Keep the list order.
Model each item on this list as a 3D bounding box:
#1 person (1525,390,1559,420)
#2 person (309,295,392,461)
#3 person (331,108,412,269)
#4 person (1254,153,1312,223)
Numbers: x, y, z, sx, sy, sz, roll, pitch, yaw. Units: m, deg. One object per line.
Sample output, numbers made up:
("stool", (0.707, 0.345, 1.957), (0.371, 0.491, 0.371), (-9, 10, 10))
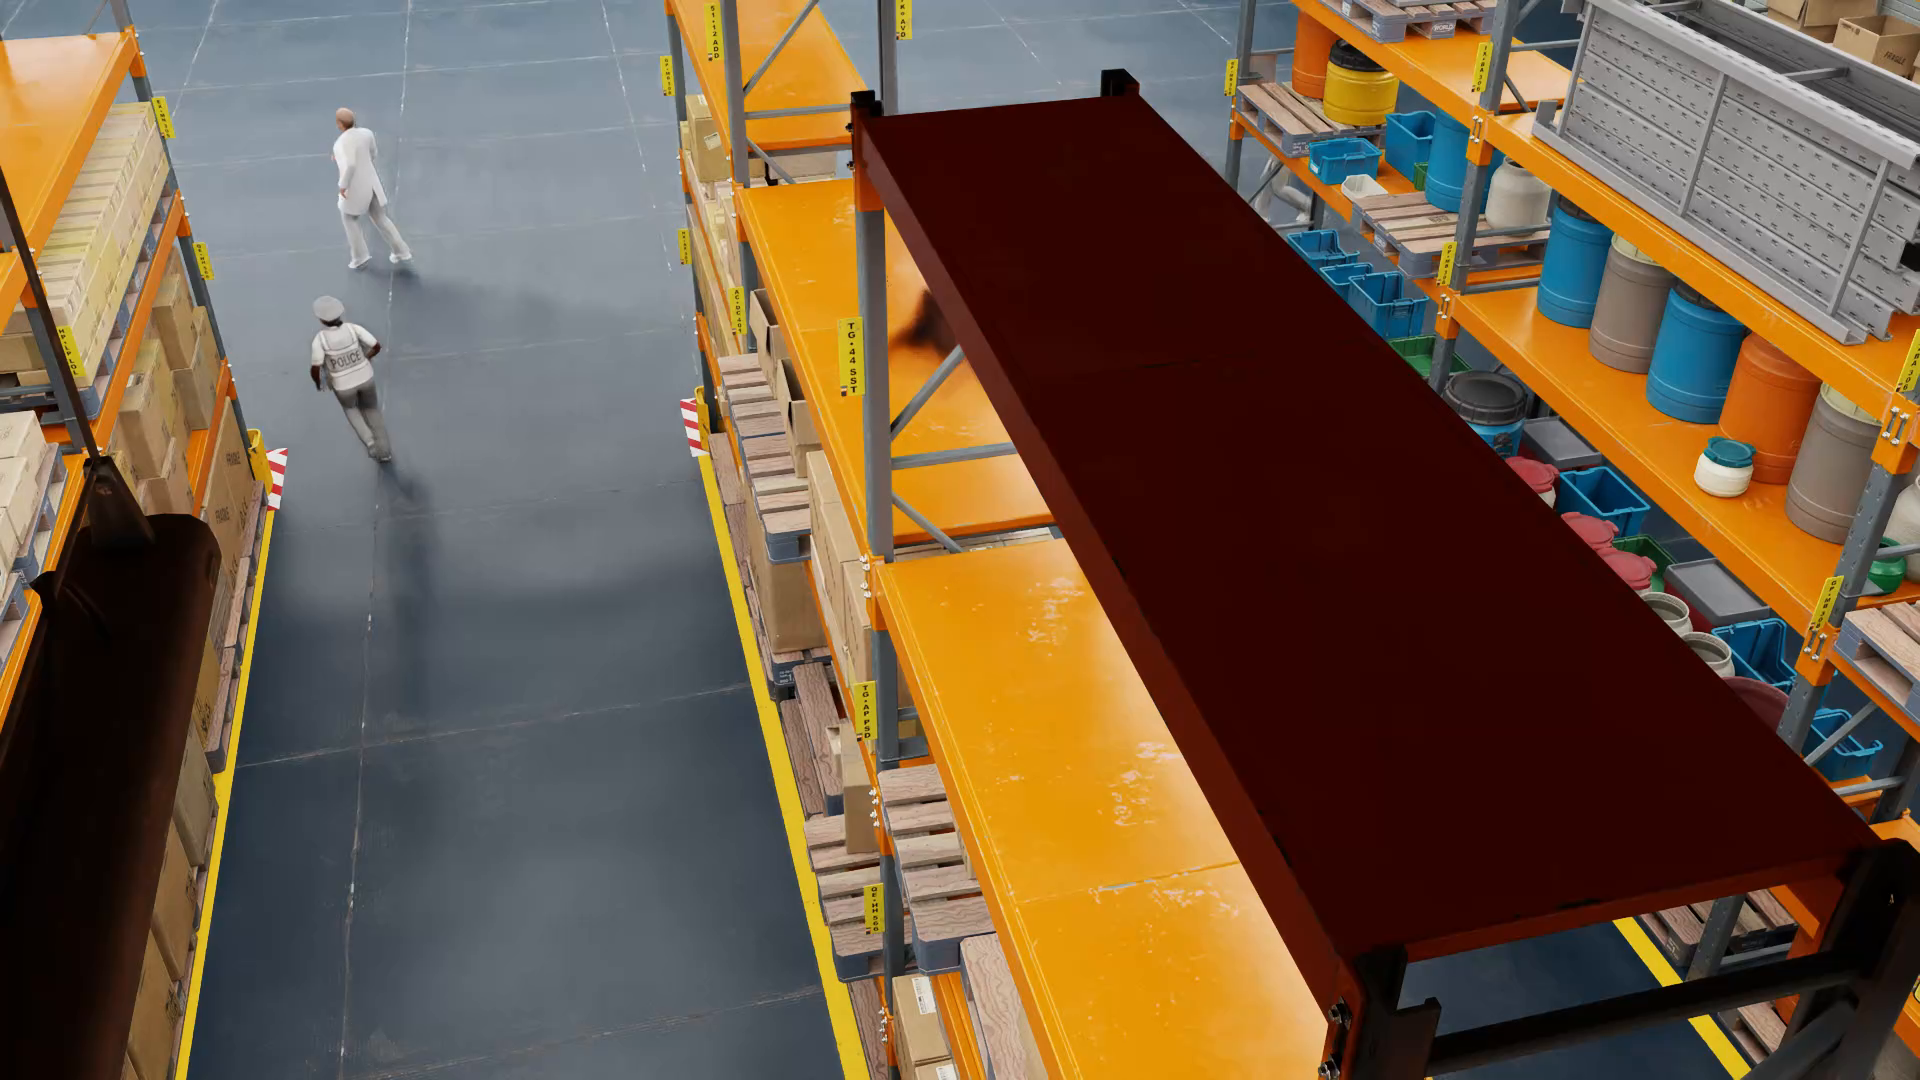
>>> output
("person", (5.151, -1.275, 14.509), (0.562, 1.628, 0.586), (-9, 35, -12))
("person", (-5.420, -1.413, 14.726), (0.647, 1.642, 0.496), (-21, 40, -28))
("person", (-6.459, -3.758, 18.027), (0.851, 1.862, 0.730), (15, 37, 21))
("person", (3.719, -4.339, 18.963), (0.863, 1.675, 0.560), (11, 36, 15))
